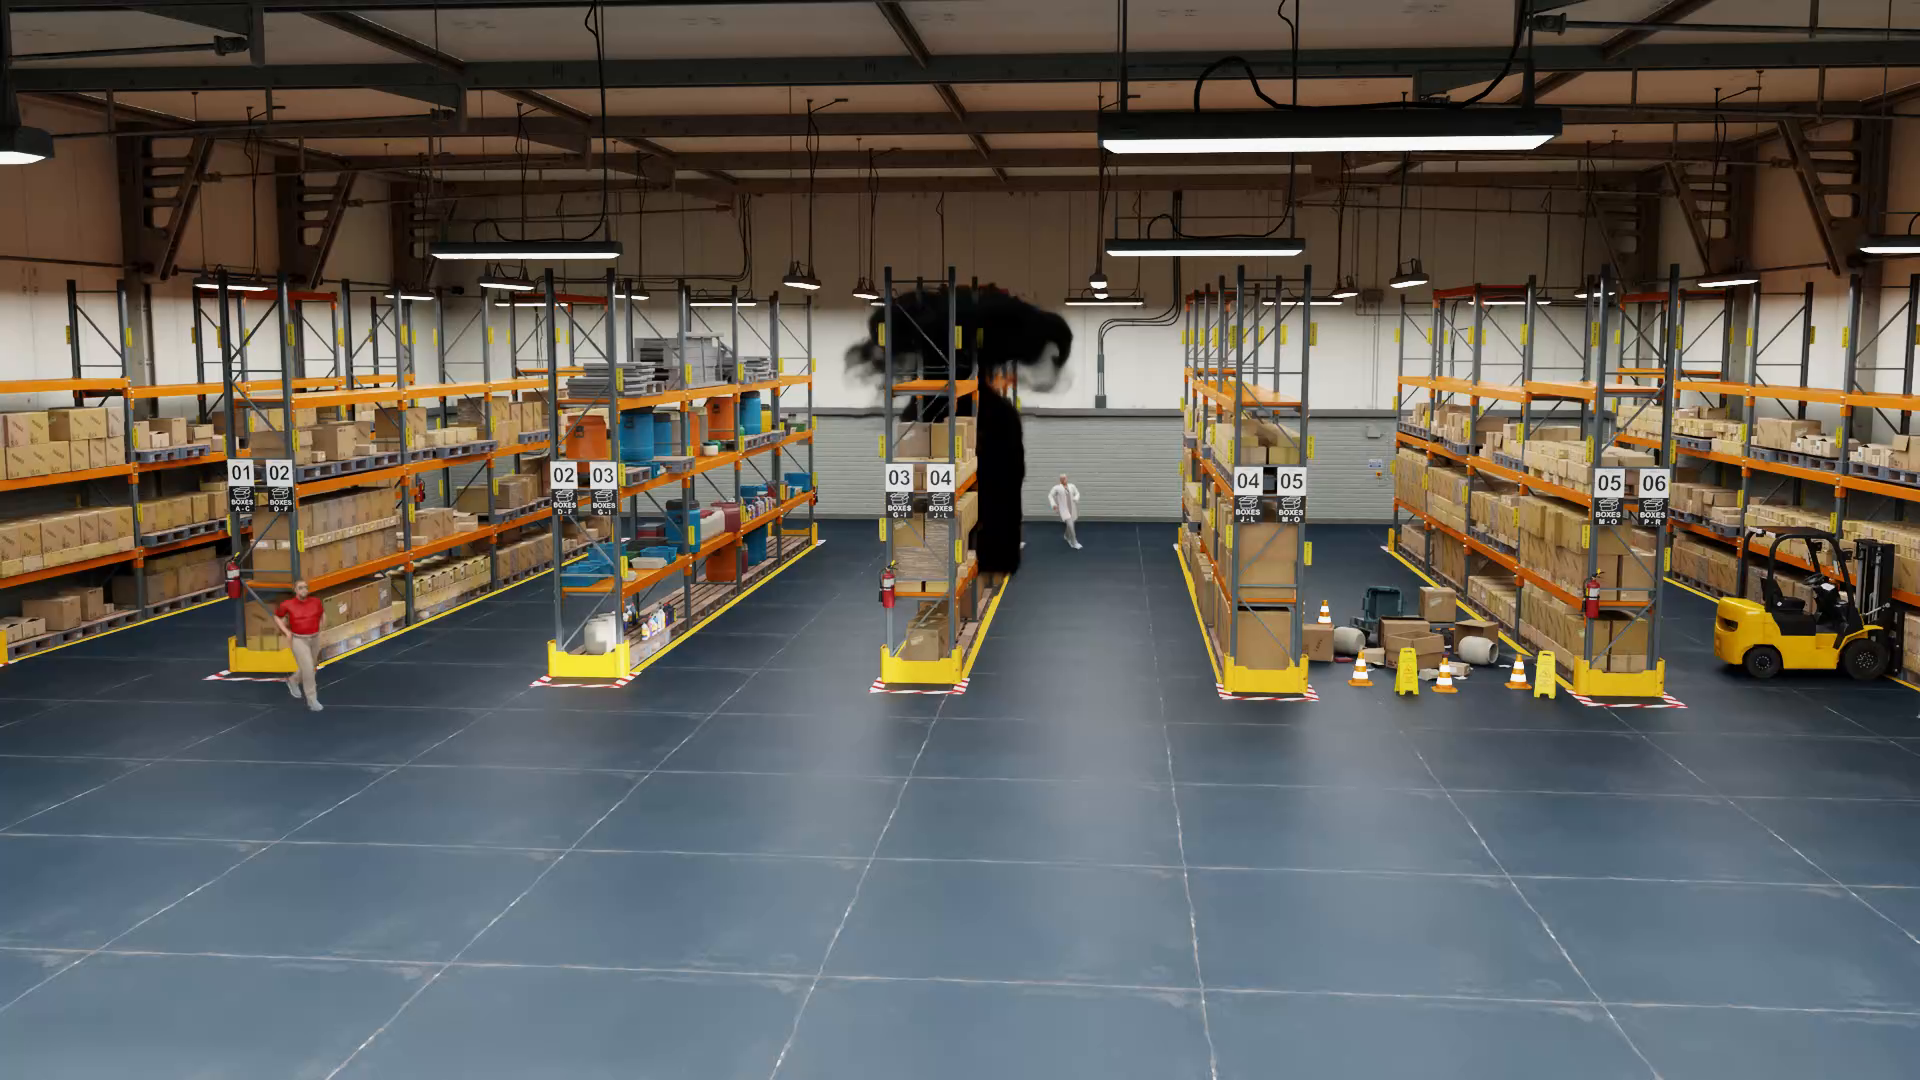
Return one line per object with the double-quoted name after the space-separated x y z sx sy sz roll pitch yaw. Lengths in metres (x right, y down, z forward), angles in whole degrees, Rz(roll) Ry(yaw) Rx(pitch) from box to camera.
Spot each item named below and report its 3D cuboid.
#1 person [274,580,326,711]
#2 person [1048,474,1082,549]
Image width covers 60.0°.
-8.929 1.407 22.666 0.892 1.750 0.646 5 9 38 "person"
2.539 -0.700 39.714 0.767 1.747 0.947 -3 7 -21 "person"
